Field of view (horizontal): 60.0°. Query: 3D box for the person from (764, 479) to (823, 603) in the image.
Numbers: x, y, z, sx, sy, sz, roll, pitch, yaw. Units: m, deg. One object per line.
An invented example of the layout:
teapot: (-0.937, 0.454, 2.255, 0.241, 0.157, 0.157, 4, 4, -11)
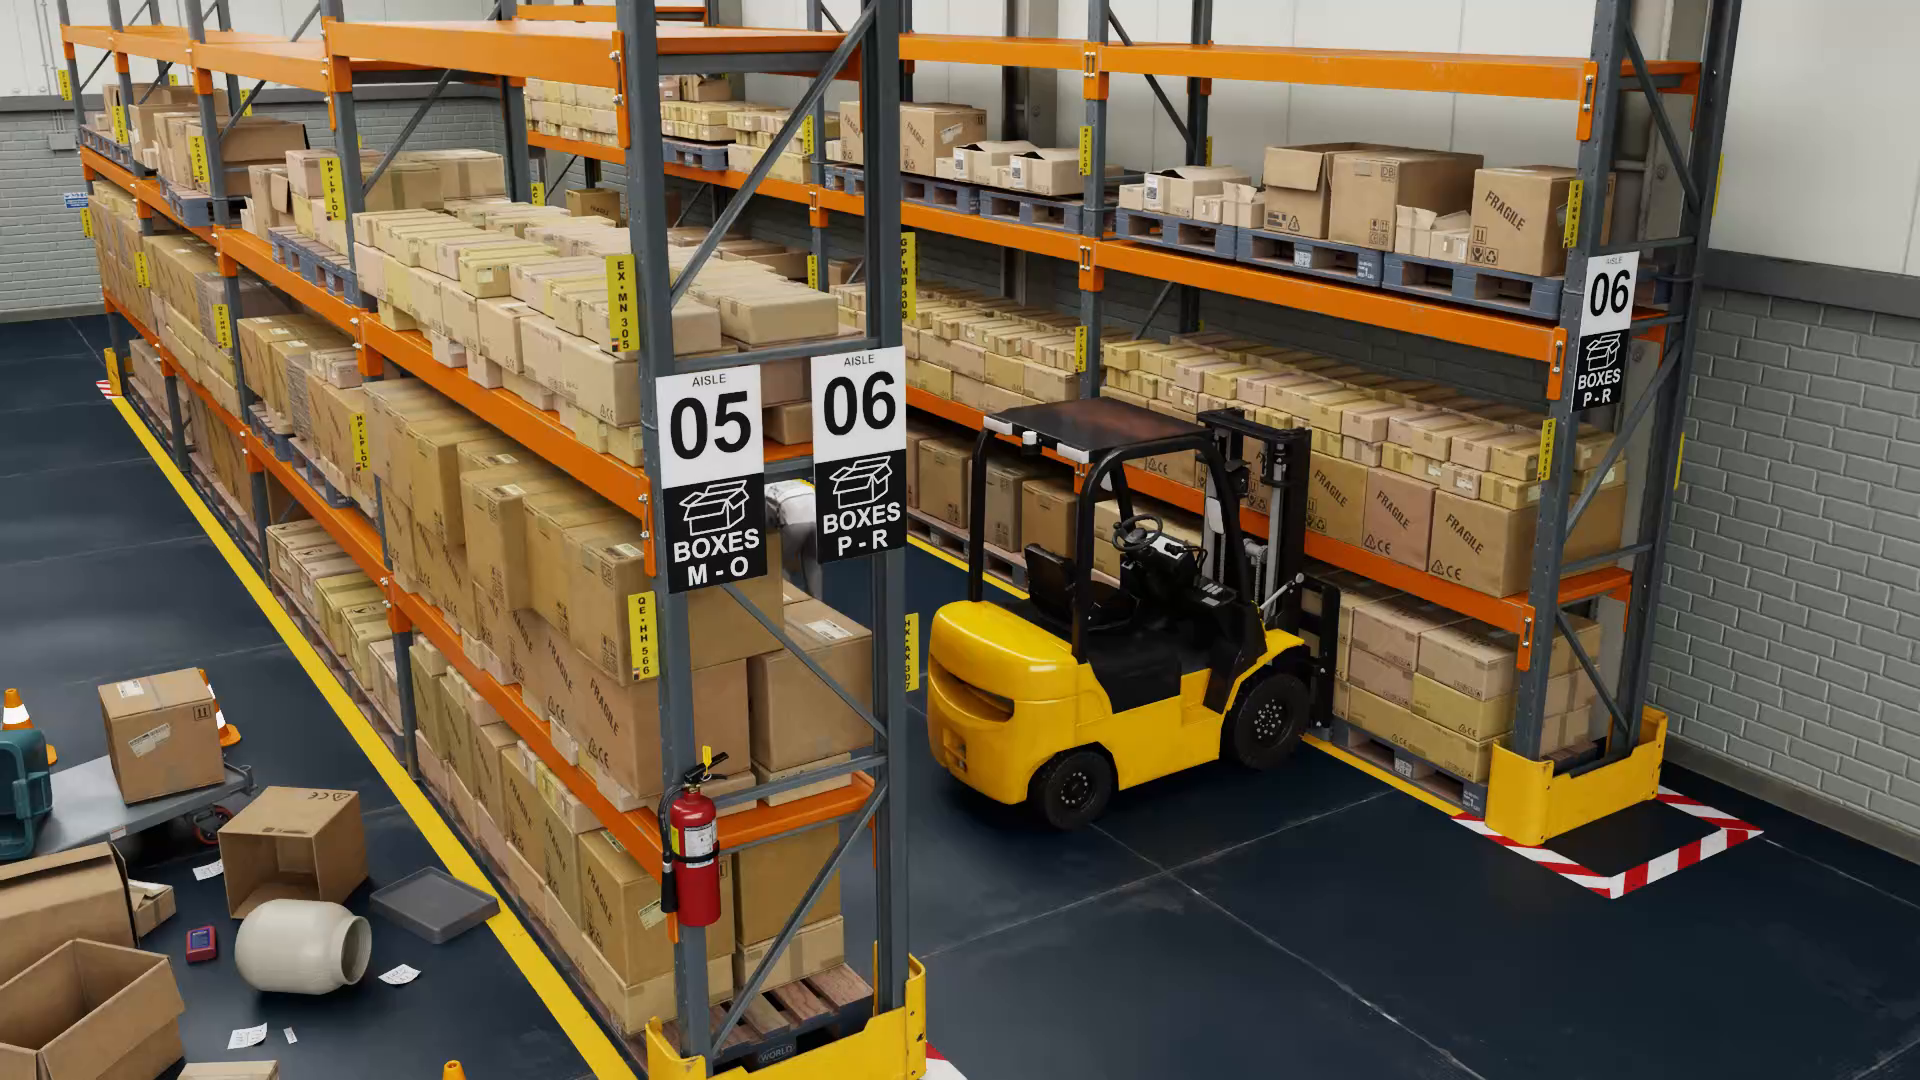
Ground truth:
person: (-1.305, 0.041, 12.341, 0.415, 1.100, 0.941, -12, 22, -33)
